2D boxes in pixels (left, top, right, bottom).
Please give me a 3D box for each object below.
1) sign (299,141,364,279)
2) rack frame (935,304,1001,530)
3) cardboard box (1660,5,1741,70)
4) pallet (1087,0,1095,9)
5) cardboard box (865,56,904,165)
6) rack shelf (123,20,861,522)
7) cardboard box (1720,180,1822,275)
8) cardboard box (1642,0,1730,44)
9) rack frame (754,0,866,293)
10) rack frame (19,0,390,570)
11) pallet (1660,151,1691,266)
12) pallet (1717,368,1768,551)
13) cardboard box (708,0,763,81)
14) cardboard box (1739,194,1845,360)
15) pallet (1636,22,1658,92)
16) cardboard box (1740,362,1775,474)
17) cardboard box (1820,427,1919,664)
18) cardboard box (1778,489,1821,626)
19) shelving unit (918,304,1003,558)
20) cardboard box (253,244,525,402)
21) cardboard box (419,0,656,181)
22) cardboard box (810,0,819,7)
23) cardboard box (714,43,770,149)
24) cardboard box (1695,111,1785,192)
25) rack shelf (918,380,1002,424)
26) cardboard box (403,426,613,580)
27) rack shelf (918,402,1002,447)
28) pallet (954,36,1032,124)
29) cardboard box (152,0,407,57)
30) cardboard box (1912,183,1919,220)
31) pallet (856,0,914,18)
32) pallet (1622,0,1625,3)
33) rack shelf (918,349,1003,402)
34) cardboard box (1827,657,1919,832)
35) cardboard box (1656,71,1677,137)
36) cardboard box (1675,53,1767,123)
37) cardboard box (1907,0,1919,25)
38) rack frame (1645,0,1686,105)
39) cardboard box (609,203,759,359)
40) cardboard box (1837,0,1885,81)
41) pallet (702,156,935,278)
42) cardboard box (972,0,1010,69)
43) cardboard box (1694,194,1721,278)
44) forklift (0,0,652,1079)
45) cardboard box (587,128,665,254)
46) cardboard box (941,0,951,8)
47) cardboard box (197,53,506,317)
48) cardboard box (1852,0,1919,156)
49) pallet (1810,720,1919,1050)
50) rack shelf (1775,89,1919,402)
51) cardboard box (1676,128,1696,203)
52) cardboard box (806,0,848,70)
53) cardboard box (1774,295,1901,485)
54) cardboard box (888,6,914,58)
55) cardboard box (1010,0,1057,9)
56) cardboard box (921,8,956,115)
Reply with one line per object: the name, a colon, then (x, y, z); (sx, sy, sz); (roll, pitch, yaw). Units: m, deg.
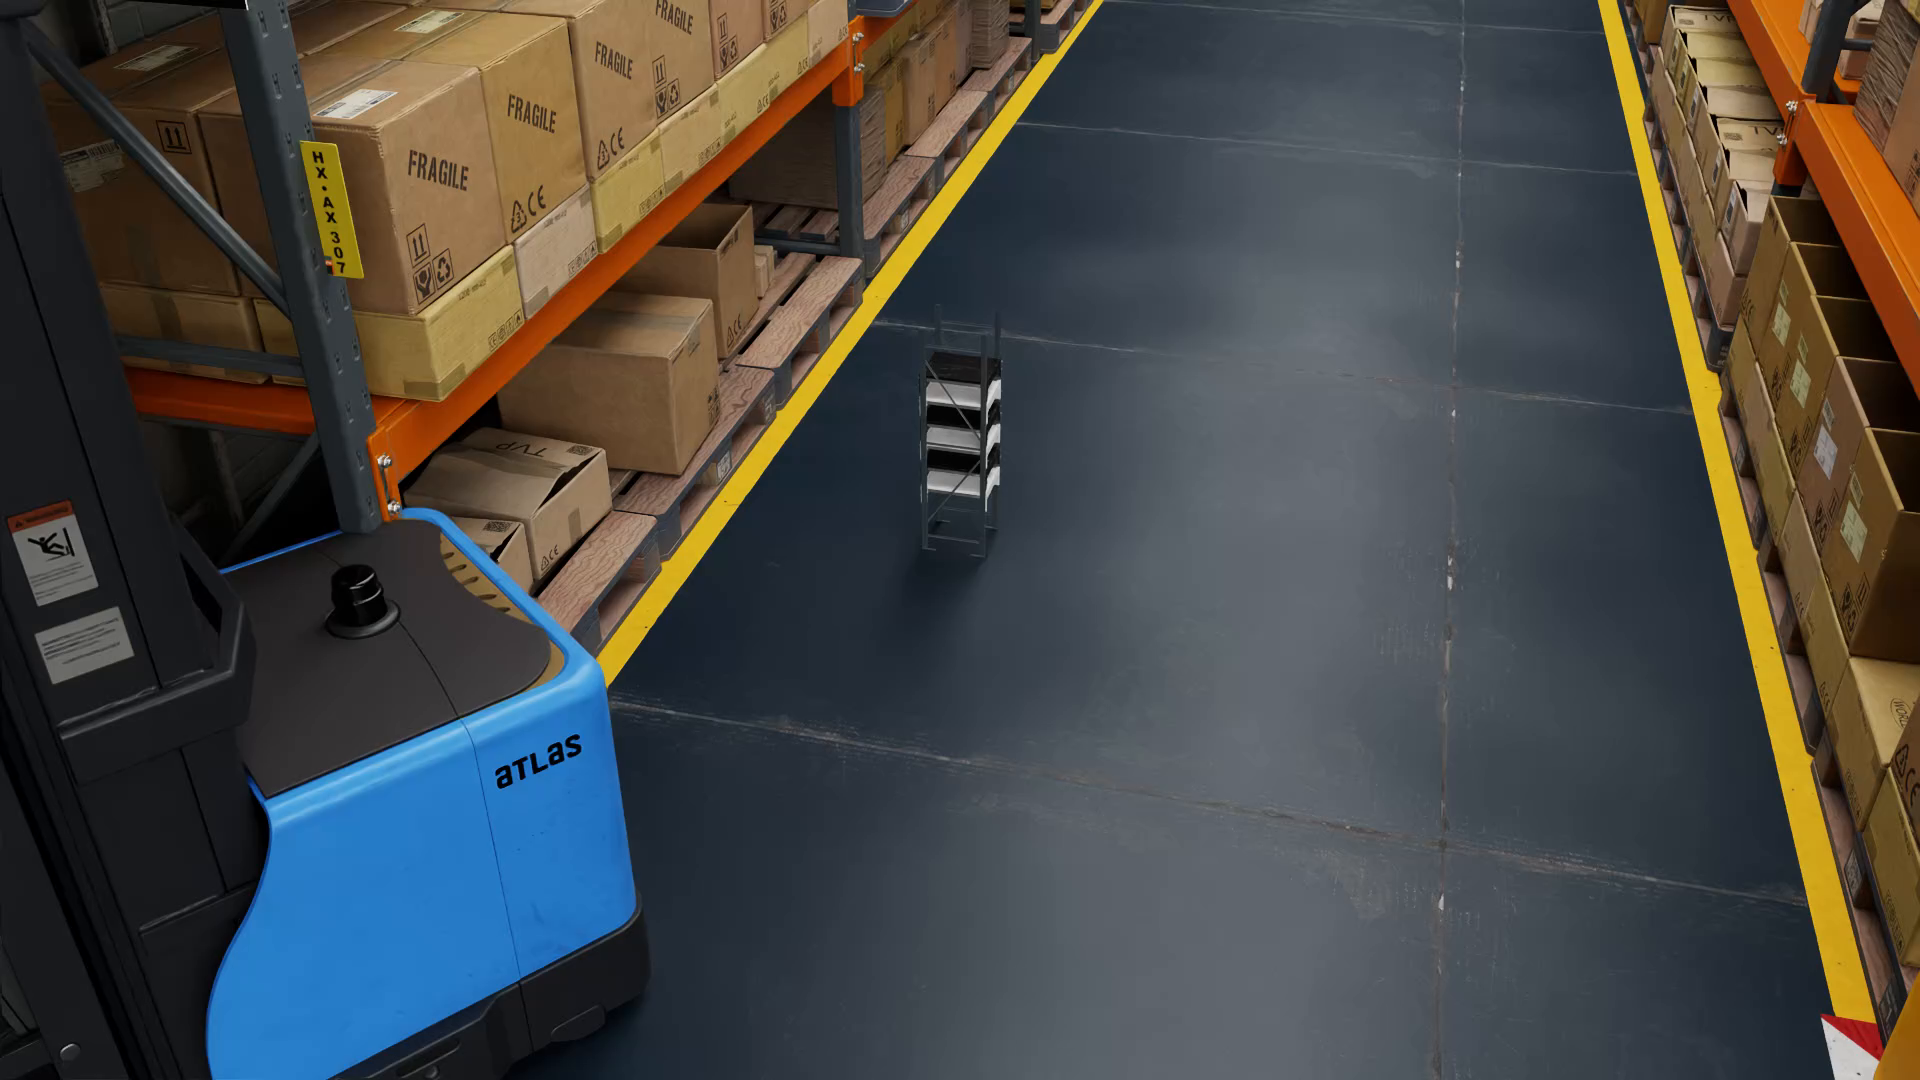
sign: (-1.454, -0.760, 3.843); (0.100, 0.325, 0.005); (8, 33, 12)
rack frame: (0.028, -0.437, 6.098); (0.240, 0.900, 0.006); (8, 33, 12)
cardboard box: (4.427, -2.969, 9.774); (0.500, 0.311, 0.500); (9, 34, 14)
pallet: (0.636, -4.473, 13.090); (1.003, 0.211, 1.213); (8, 33, 12)
cardboard box: (-0.710, -2.334, 9.046); (0.700, 0.500, 0.500); (7, 33, 11)
rack shelf: (-1.471, -1.203, 6.017); (1.077, 0.370, 4.000); (8, 33, 12)
cardboard box: (3.654, -1.375, 7.265); (0.500, 0.311, 0.500); (8, 33, 12)
cardboard box: (4.854, -3.596, 11.030); (0.500, 0.500, 0.500); (9, 34, 14)
rack frame: (-0.964, -2.544, 7.457); (1.000, 3.000, 0.127); (8, 33, 12)
rack frame: (-1.979, -0.469, 4.191); (1.000, 3.000, 0.127); (8, 33, 12)
pallet: (4.286, -1.718, 8.756); (1.003, 0.211, 1.213); (8, 33, 12)
pallet: (3.587, -0.288, 6.507); (1.003, 0.211, 1.213); (8, 33, 12)
cardboard box: (-1.044, -1.999, 6.021); (0.500, 0.500, 0.500); (7, 33, 11)
cardboard box: (3.408, -1.007, 6.511); (0.500, 0.500, 0.500); (8, 33, 12)
pallet: (5.070, -3.153, 11.013); (1.003, 0.211, 1.213); (8, 33, 12)
cardboard box: (3.286, -0.431, 6.303); (0.500, 0.250, 0.500); (8, 33, 12)
cardboard box: (2.902, 0.031, 4.878); (0.500, 0.500, 0.500); (8, 33, 12)
cardboard box: (3.033, 0.088, 5.487); (0.500, 0.250, 0.500); (8, 33, 12)
shelving unit: (0.002, -0.384, 6.015); (0.258, 0.900, 0.210); (8, 33, 12)
cardboard box: (-1.548, -0.624, 4.557); (0.500, 0.250, 0.500); (7, 33, 11)
cardboard box: (-1.294, -1.460, 5.172); (0.500, 0.500, 0.500); (7, 33, 11)
cardboard box: (-0.784, -2.519, 6.838); (0.500, 0.500, 0.500); (8, 33, 12)
cardboard box: (-1.038, -1.682, 6.221); (0.500, 0.250, 0.500); (8, 33, 12)
cardboard box: (3.909, -1.904, 8.098); (0.500, 0.311, 0.500); (8, 33, 12)
rack shelf: (0.002, -0.508, 5.937); (0.258, 0.077, 0.200); (8, 33, 12)
cardboard box: (-1.571, -0.162, 5.806); (0.500, 0.311, 0.500); (11, 34, 16)
rack shelf: (0.002, -0.432, 5.985); (0.258, 0.077, 0.200); (8, 33, 12)
pallet: (-0.148, -3.038, 10.832); (1.003, 0.211, 1.213); (8, 33, 12)
cardboard box: (-1.927, -1.264, 4.864); (0.500, 0.500, 0.500); (8, 33, 13)
cardboard box: (3.464, -1.149, 5.168); (0.700, 0.500, 0.500); (9, 33, 13)
pallet: (-0.629, -2.840, 8.101); (1.003, 0.211, 1.213); (8, 33, 12)
pallet: (5.689, -4.419, 13.005); (1.003, 0.211, 1.213); (8, 33, 12)
rack shelf: (0.002, -0.584, 5.888); (0.258, 0.077, 0.200); (8, 33, 12)
cardboard box: (2.779, 0.607, 4.670); (0.500, 0.250, 0.500); (8, 33, 12)
cardboard box: (4.300, -2.472, 9.514); (0.500, 0.250, 0.500); (7, 33, 11)
cardboard box: (4.170, -2.431, 8.927); (0.500, 0.311, 0.500); (7, 33, 11)
cardboard box: (3.446, -1.810, 5.604); (0.380, 0.149, 0.250); (7, 33, 11)
rack frame: (4.844, -3.948, 9.664); (1.000, 3.000, 0.127); (8, 33, 12)
cardboard box: (-1.188, -1.131, 7.153); (0.500, 0.500, 0.500); (6, 33, 9)
cardboard box: (3.912, -2.070, 6.850); (0.500, 0.250, 0.500); (10, 34, 15)
pallet: (-0.767, -1.772, 8.840); (1.003, 0.211, 1.213); (8, 33, 12)
cardboard box: (-0.081, -3.370, 10.675); (0.700, 0.500, 0.500); (8, 33, 13)
cardboard box: (3.784, -1.406, 7.837); (0.500, 0.250, 0.500); (8, 33, 12)
forklift: (-2.270, 0.255, 3.117); (3.031, 2.935, 1.130); (-23, 39, -32)
cardboard box: (-1.295, -1.159, 5.398); (0.500, 0.250, 0.500); (8, 33, 12)
cardboard box: (-0.286, -3.399, 10.022); (0.500, 0.250, 0.500); (9, 33, 13)
cardboard box: (-1.567, -0.937, 4.350); (0.500, 0.500, 0.500); (8, 33, 12)
cardboard box: (3.722, -1.683, 6.008); (0.700, 0.500, 0.500); (7, 33, 11)
pallet: (2.967, 0.978, 4.515); (1.003, 0.211, 1.213); (8, 33, 12)
rack shelf: (3.321, -0.531, 4.959); (1.077, 0.370, 4.000); (8, 33, 12)
cardboard box: (4.044, -1.935, 8.670); (0.500, 0.250, 0.500); (9, 33, 13)
cardboard box: (-0.791, -2.203, 7.040); (0.500, 0.250, 0.500); (8, 33, 12)
cardboard box: (3.155, -0.488, 5.695); (0.500, 0.500, 0.500); (8, 33, 12)
cardboard box: (-0.556, -2.875, 9.198); (0.500, 0.250, 0.500); (7, 33, 11)
cardboard box: (0.365, -4.254, 11.758); (0.750, 0.750, 0.750); (8, 33, 12)
cardboard box: (-0.423, -2.857, 9.868); (0.700, 0.500, 0.500); (8, 33, 12)
